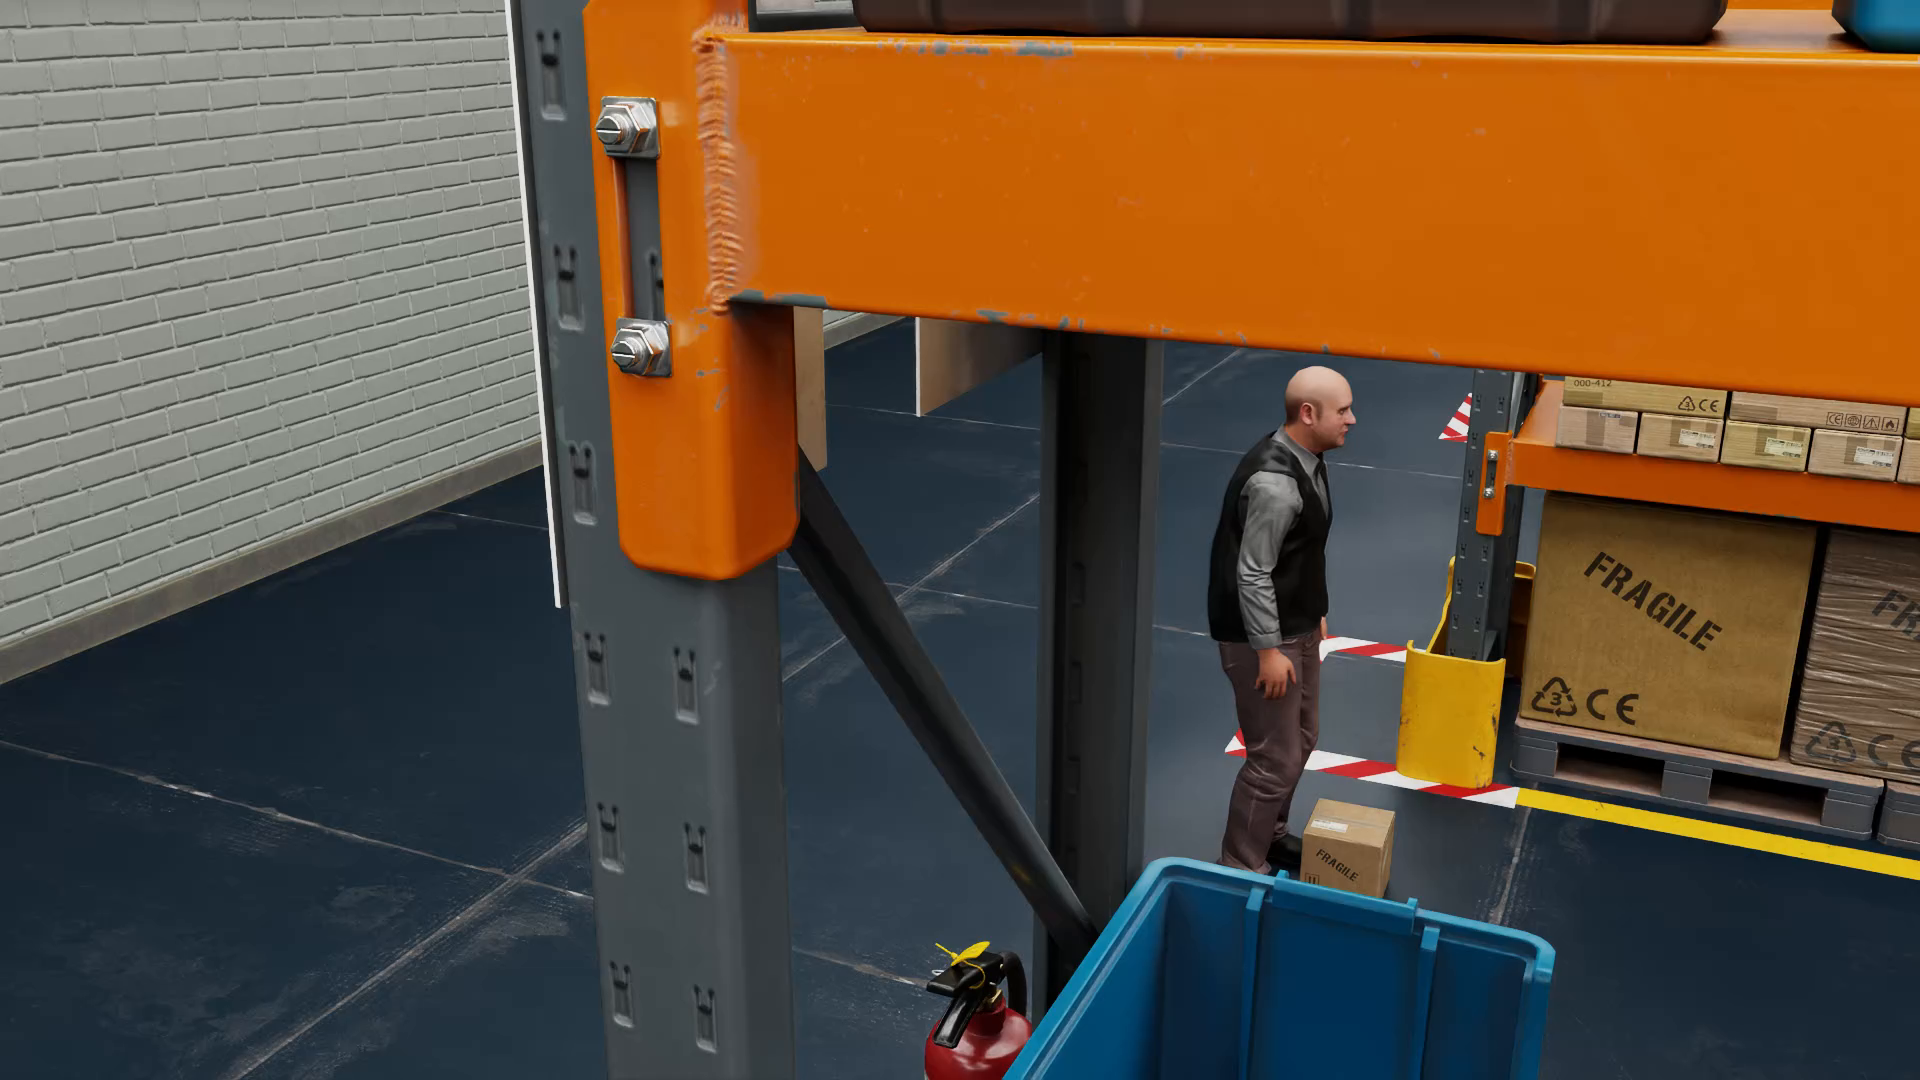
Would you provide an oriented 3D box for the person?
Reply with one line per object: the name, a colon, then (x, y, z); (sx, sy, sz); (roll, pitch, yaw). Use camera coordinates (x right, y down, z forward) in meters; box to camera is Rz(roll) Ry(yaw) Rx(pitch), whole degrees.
person: (1.014, 0.297, 5.233); (0.371, 1.721, 0.581); (8, 21, 23)
